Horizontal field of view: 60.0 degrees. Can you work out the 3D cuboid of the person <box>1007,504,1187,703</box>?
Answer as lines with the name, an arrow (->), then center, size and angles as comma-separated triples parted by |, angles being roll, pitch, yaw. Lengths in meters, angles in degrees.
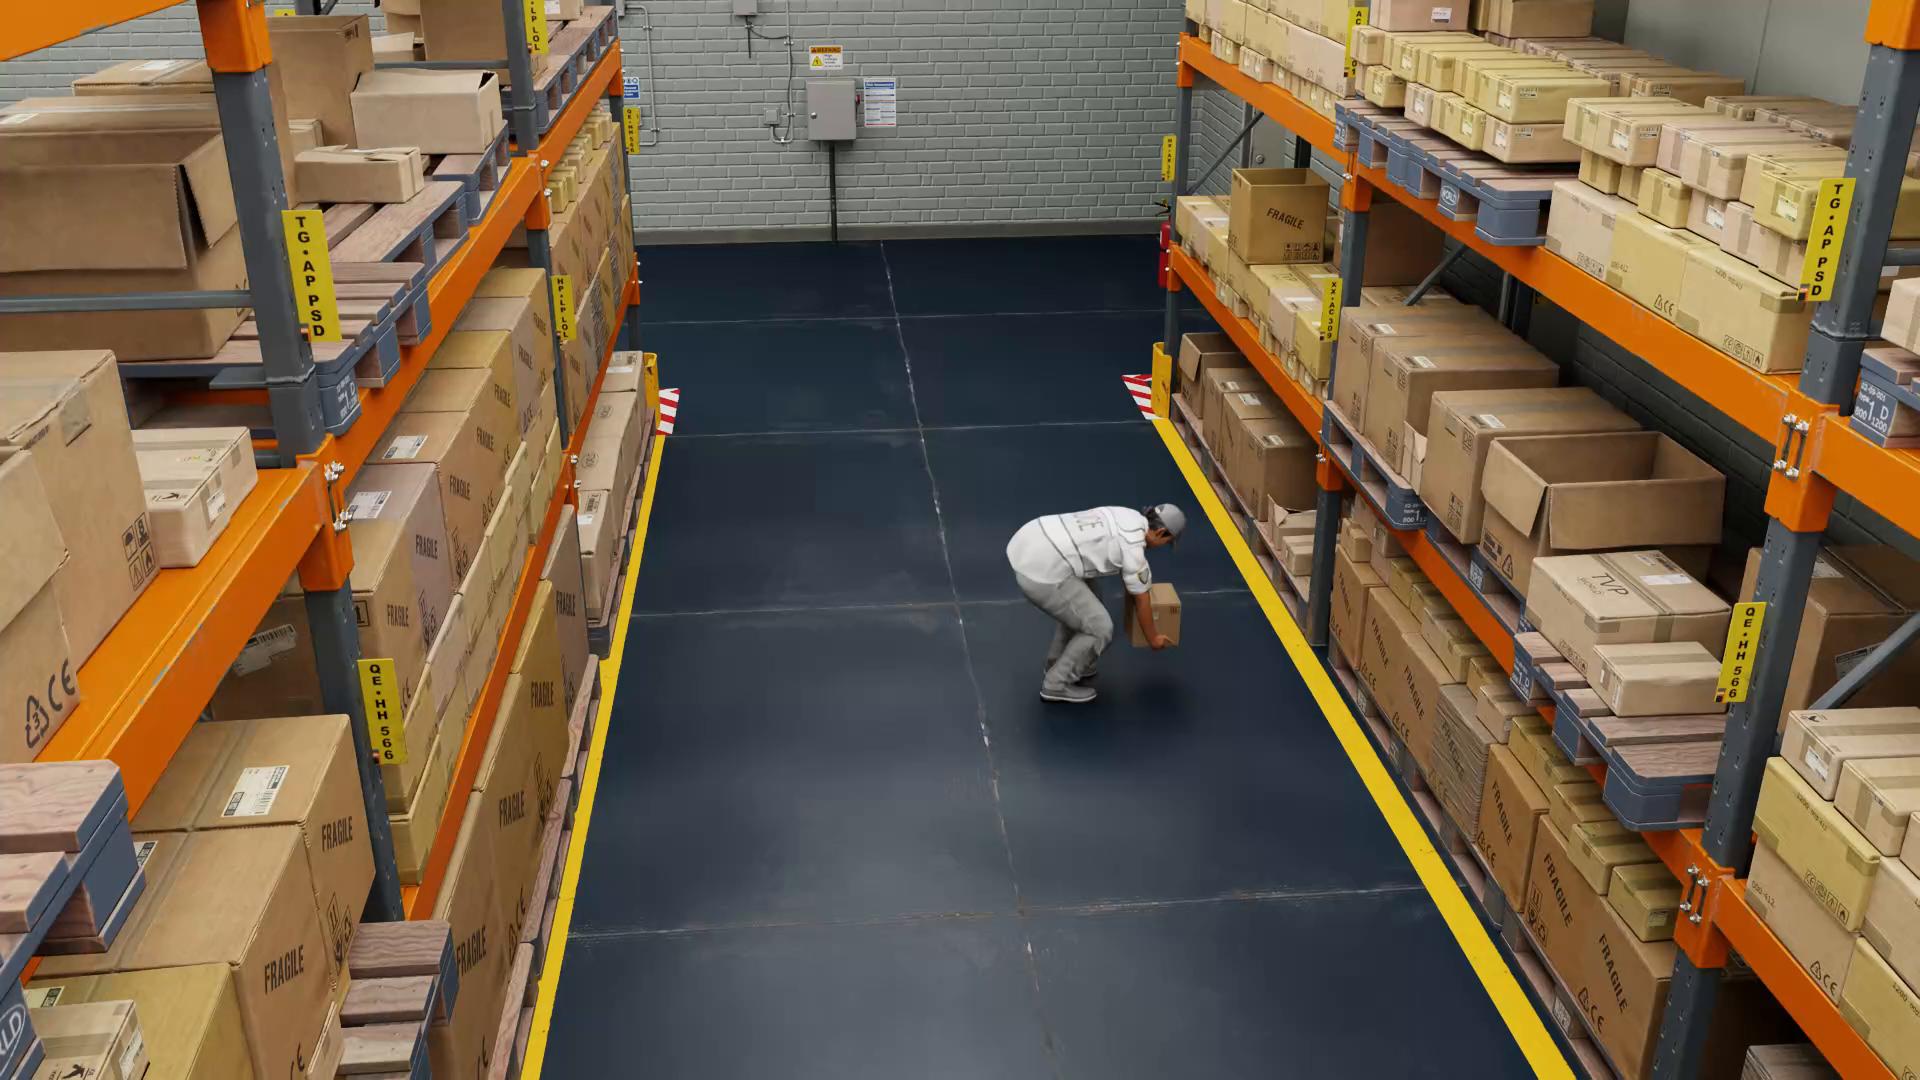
person -> 0.726, 0.311, 8.705 | 0.916, 1.015, 0.501 | -3, 24, -8
